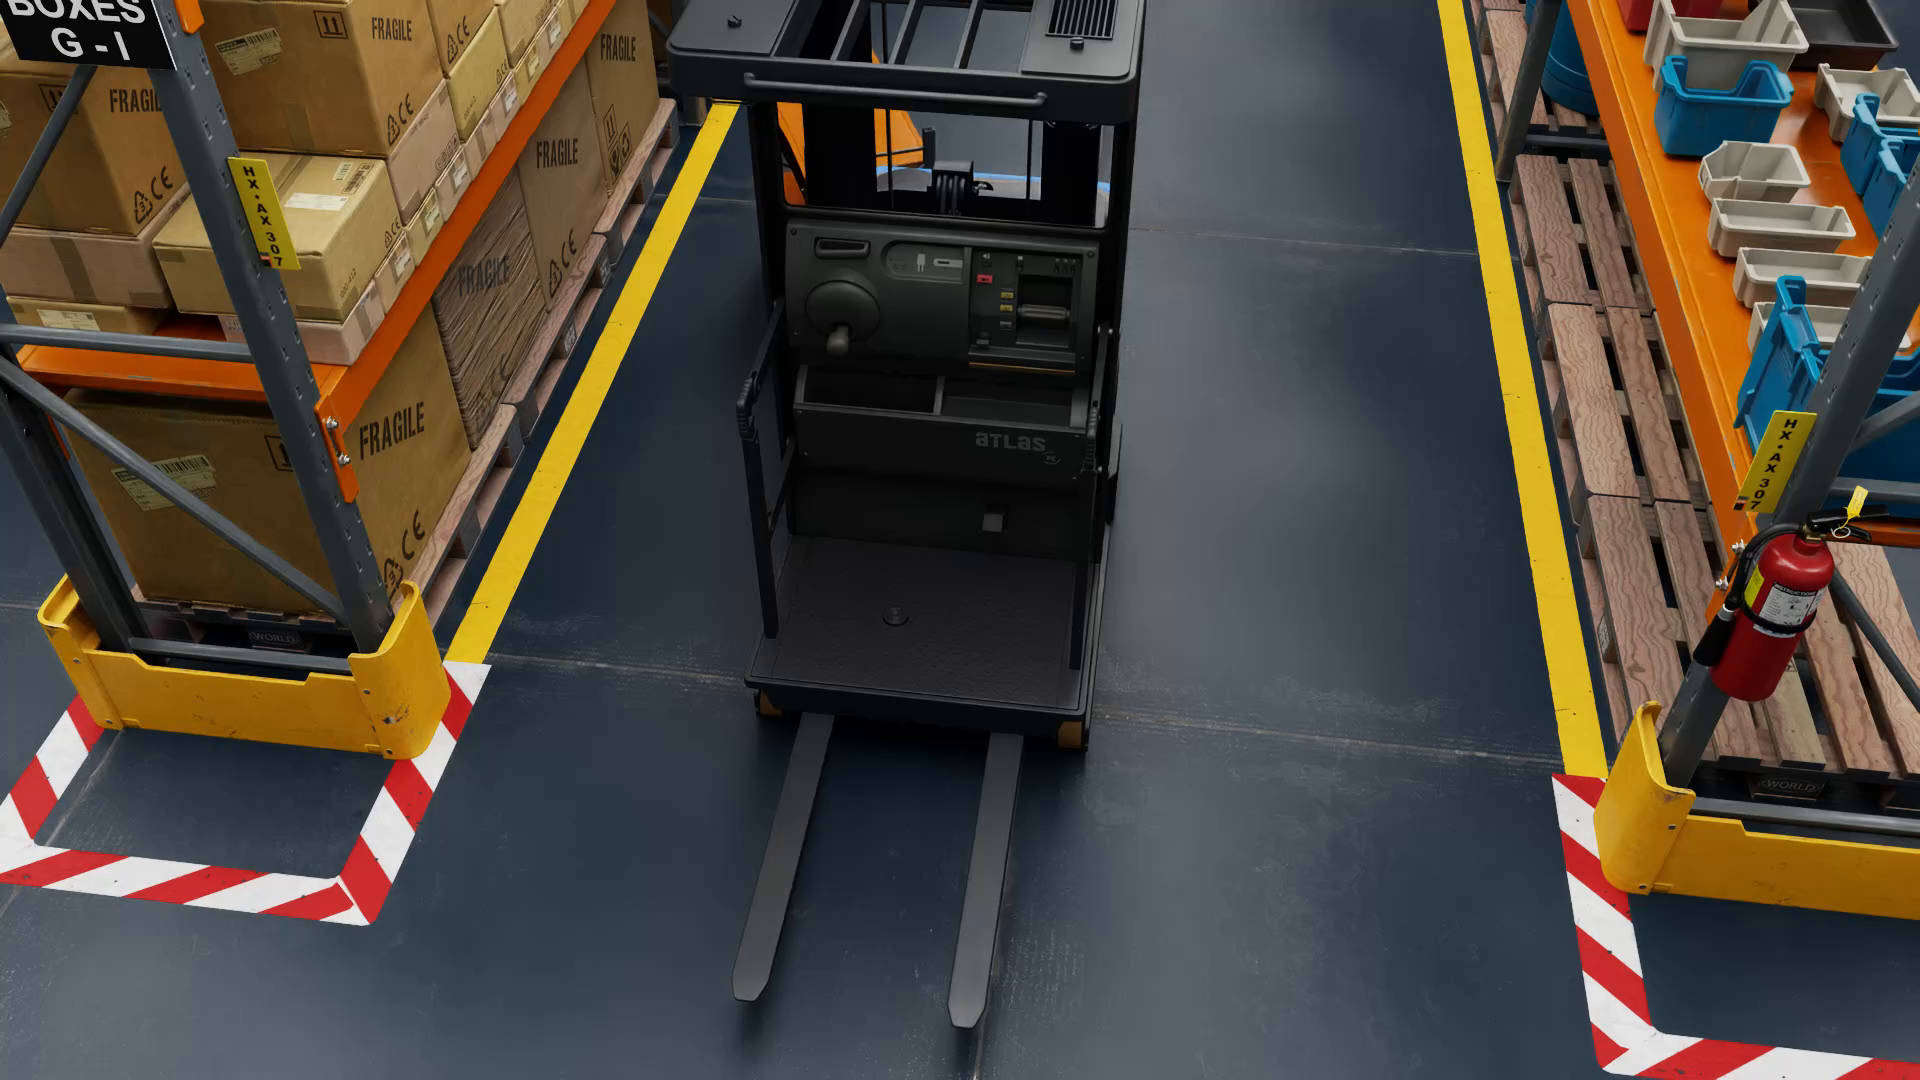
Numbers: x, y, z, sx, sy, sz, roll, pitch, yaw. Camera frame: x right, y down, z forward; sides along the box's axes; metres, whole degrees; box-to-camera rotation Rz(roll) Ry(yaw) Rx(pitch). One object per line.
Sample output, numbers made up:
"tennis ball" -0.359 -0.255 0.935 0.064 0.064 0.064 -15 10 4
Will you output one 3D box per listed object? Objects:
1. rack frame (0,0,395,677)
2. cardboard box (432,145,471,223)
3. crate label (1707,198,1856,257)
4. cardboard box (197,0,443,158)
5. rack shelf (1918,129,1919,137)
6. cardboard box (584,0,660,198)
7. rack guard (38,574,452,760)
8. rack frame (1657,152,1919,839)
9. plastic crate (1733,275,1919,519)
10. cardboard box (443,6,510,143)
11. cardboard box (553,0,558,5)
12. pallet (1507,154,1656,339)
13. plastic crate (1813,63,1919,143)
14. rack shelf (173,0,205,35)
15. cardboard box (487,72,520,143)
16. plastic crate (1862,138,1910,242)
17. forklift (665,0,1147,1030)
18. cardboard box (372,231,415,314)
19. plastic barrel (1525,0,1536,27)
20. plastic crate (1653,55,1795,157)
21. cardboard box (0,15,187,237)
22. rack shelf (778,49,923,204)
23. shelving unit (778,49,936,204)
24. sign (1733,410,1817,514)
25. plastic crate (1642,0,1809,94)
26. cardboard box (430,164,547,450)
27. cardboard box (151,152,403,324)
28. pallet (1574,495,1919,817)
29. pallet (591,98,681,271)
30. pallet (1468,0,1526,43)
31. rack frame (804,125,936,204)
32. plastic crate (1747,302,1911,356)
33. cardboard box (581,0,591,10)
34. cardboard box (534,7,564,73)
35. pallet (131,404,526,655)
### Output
"rack frame" -2.330 -0.544 4.643 1.000 3.000 0.127 5 44 6
"cardboard box" -1.857 -1.192 5.510 0.380 0.149 0.250 5 44 5
"crate label" 2.573 -0.980 5.251 0.396 0.136 0.243 5 44 6
"cardboard box" -1.933 -1.513 5.013 0.500 0.500 0.500 4 44 4
"rack shelf" 2.844 -2.284 4.823 1.077 0.370 4.000 5 44 6
"cardboard box" -1.968 -2.208 7.640 0.875 0.875 0.875 5 44 6
"rack guard" -2.333 0.380 5.485 1.175 0.500 0.348 5 44 6
"rack frame" 2.579 -0.093 4.167 1.000 3.000 0.127 5 44 6
"plastic crate" 2.438 -0.373 4.393 0.616 0.435 0.499 5 44 6
"cardboard box" -1.867 -1.597 5.647 0.500 0.250 0.500 4 44 4
"cardboard box" -1.733 -2.298 6.388 0.500 0.250 0.500 6 44 6
"pallet" 3.049 -1.302 7.472 1.003 0.211 1.213 5 44 6
"plastic crate" 3.176 -1.531 5.834 0.293 0.136 0.466 5 44 6
"rack shelf" -2.066 -2.735 5.298 1.077 0.370 4.000 5 44 6
"cardboard box" -1.789 -1.541 5.878 0.380 0.149 0.250 5 44 5
"plastic crate" 3.112 -1.090 5.298 0.416 0.233 0.300 5 44 6
"forklift" -0.086 -0.635 4.789 1.130 2.935 3.031 5 44 6
"cardboard box" -1.924 -0.839 5.138 0.380 0.149 0.250 5 44 5
"plastic barrel" 3.291 -3.062 8.523 0.600 0.901 0.708 5 44 6
"plastic crate" 2.597 -1.477 5.707 0.416 0.233 0.300 5 44 6
"cardboard box" -2.526 -1.225 4.710 0.500 0.500 0.500 6 44 6
"rack shelf" -0.481 -1.642 6.740 0.538 0.278 1.000 -12 45 -12
"shelving unit" -0.481 -1.429 6.941 0.538 1.125 1.048 -12 45 -12
"sign" 2.032 -0.192 4.152 0.100 0.325 0.005 5 44 6
"plastic crate" 2.724 -1.774 5.985 0.437 0.282 0.530 5 44 6
"cardboard box" -2.205 -0.988 6.352 0.875 0.875 0.875 5 44 6
"cardboard box" -1.999 -0.900 4.911 0.500 0.250 0.500 4 44 4
"pallet" 2.727 0.361 5.716 1.003 0.211 1.213 5 44 6
"pallet" -1.979 -1.746 7.941 1.003 0.211 1.213 5 44 6
"pallet" 3.410 -3.163 9.437 1.003 0.211 1.213 5 44 6
"rack frame" -0.335 -1.094 6.588 0.500 1.125 0.032 -12 45 -12
"plastic crate" 2.508 -0.592 4.841 0.396 0.136 0.243 5 44 6
"cardboard box" -1.653 -2.240 6.616 0.380 0.149 0.250 6 44 6
"cardboard box" -1.721 -1.892 6.249 0.380 0.149 0.250 6 44 6
"pallet" -2.302 -0.083 6.184 1.003 0.211 1.213 5 44 6
